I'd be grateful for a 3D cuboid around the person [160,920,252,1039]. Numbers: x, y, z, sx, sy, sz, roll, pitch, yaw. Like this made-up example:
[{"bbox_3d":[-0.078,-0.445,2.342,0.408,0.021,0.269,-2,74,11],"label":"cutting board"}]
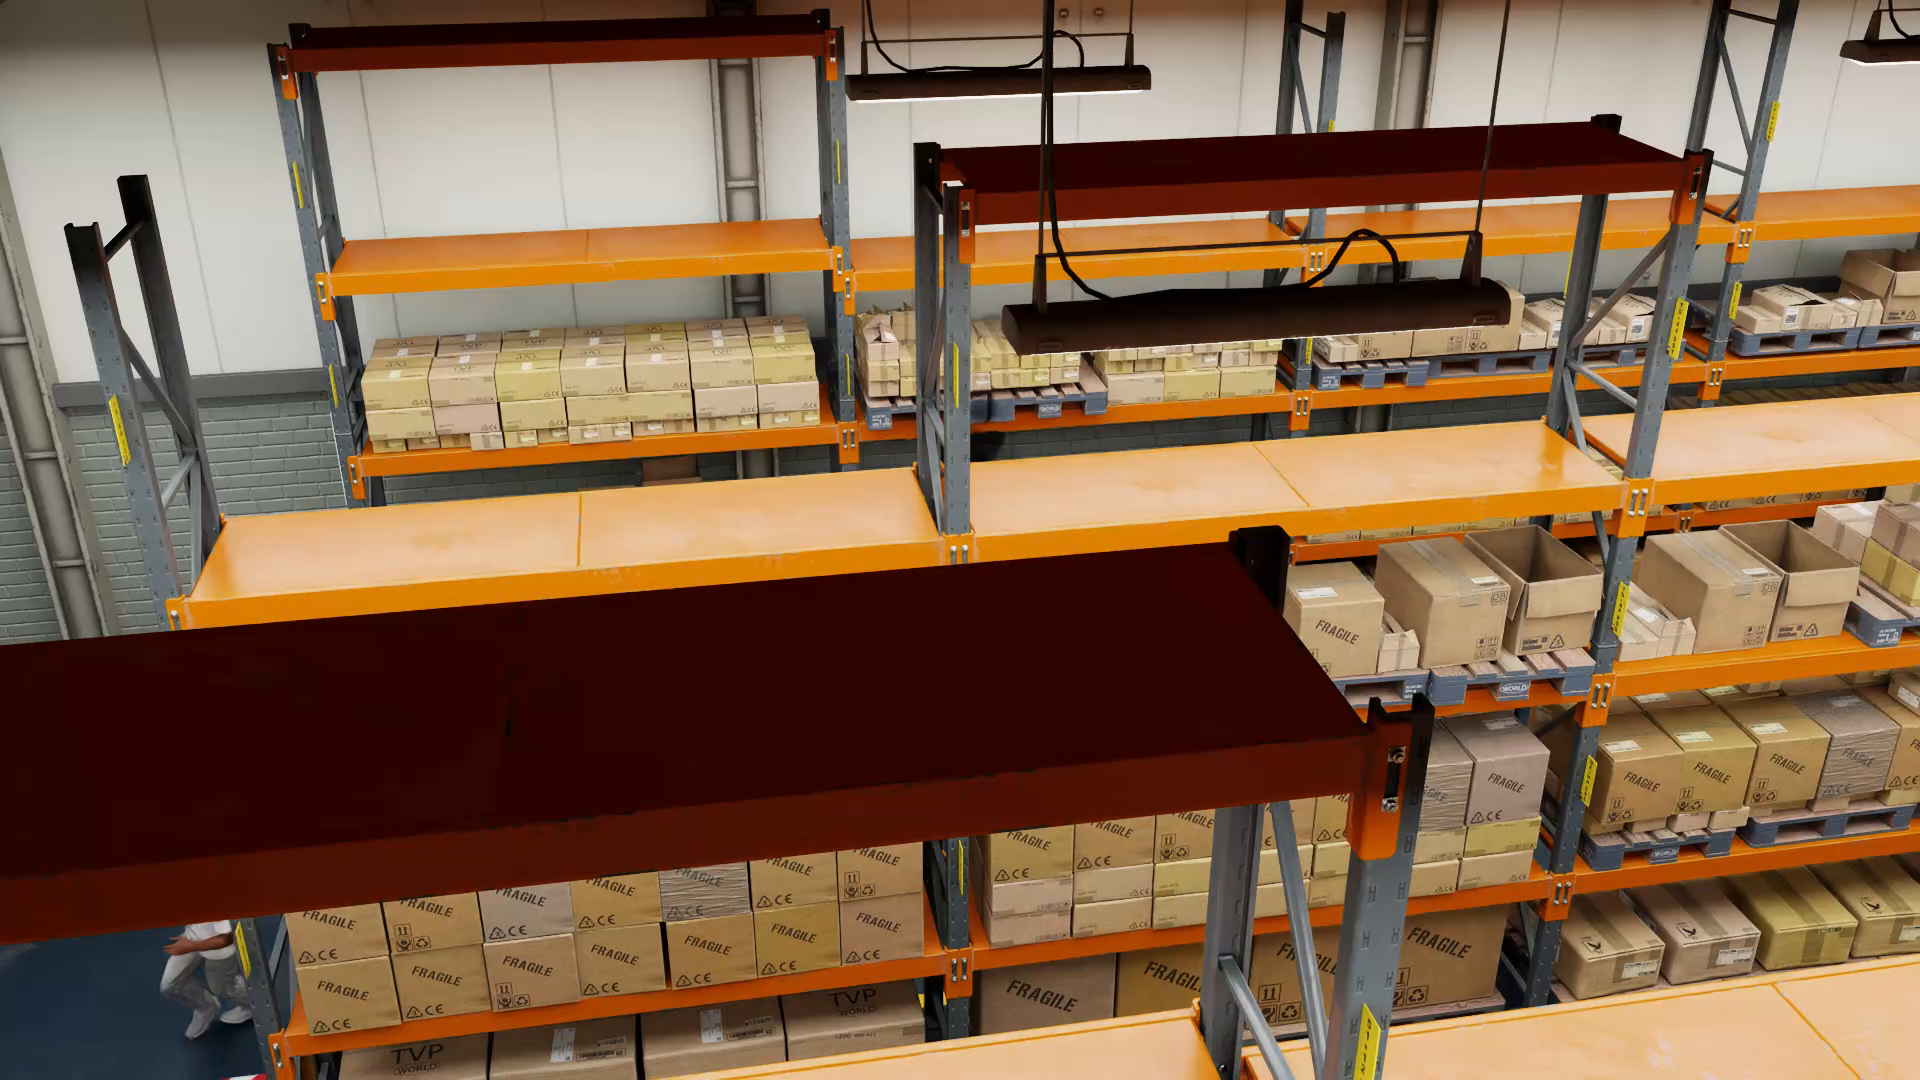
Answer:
[{"bbox_3d":[-4.902,2.620,10.861,0.717,1.699,0.667,21,33,37],"label":"person"}]
